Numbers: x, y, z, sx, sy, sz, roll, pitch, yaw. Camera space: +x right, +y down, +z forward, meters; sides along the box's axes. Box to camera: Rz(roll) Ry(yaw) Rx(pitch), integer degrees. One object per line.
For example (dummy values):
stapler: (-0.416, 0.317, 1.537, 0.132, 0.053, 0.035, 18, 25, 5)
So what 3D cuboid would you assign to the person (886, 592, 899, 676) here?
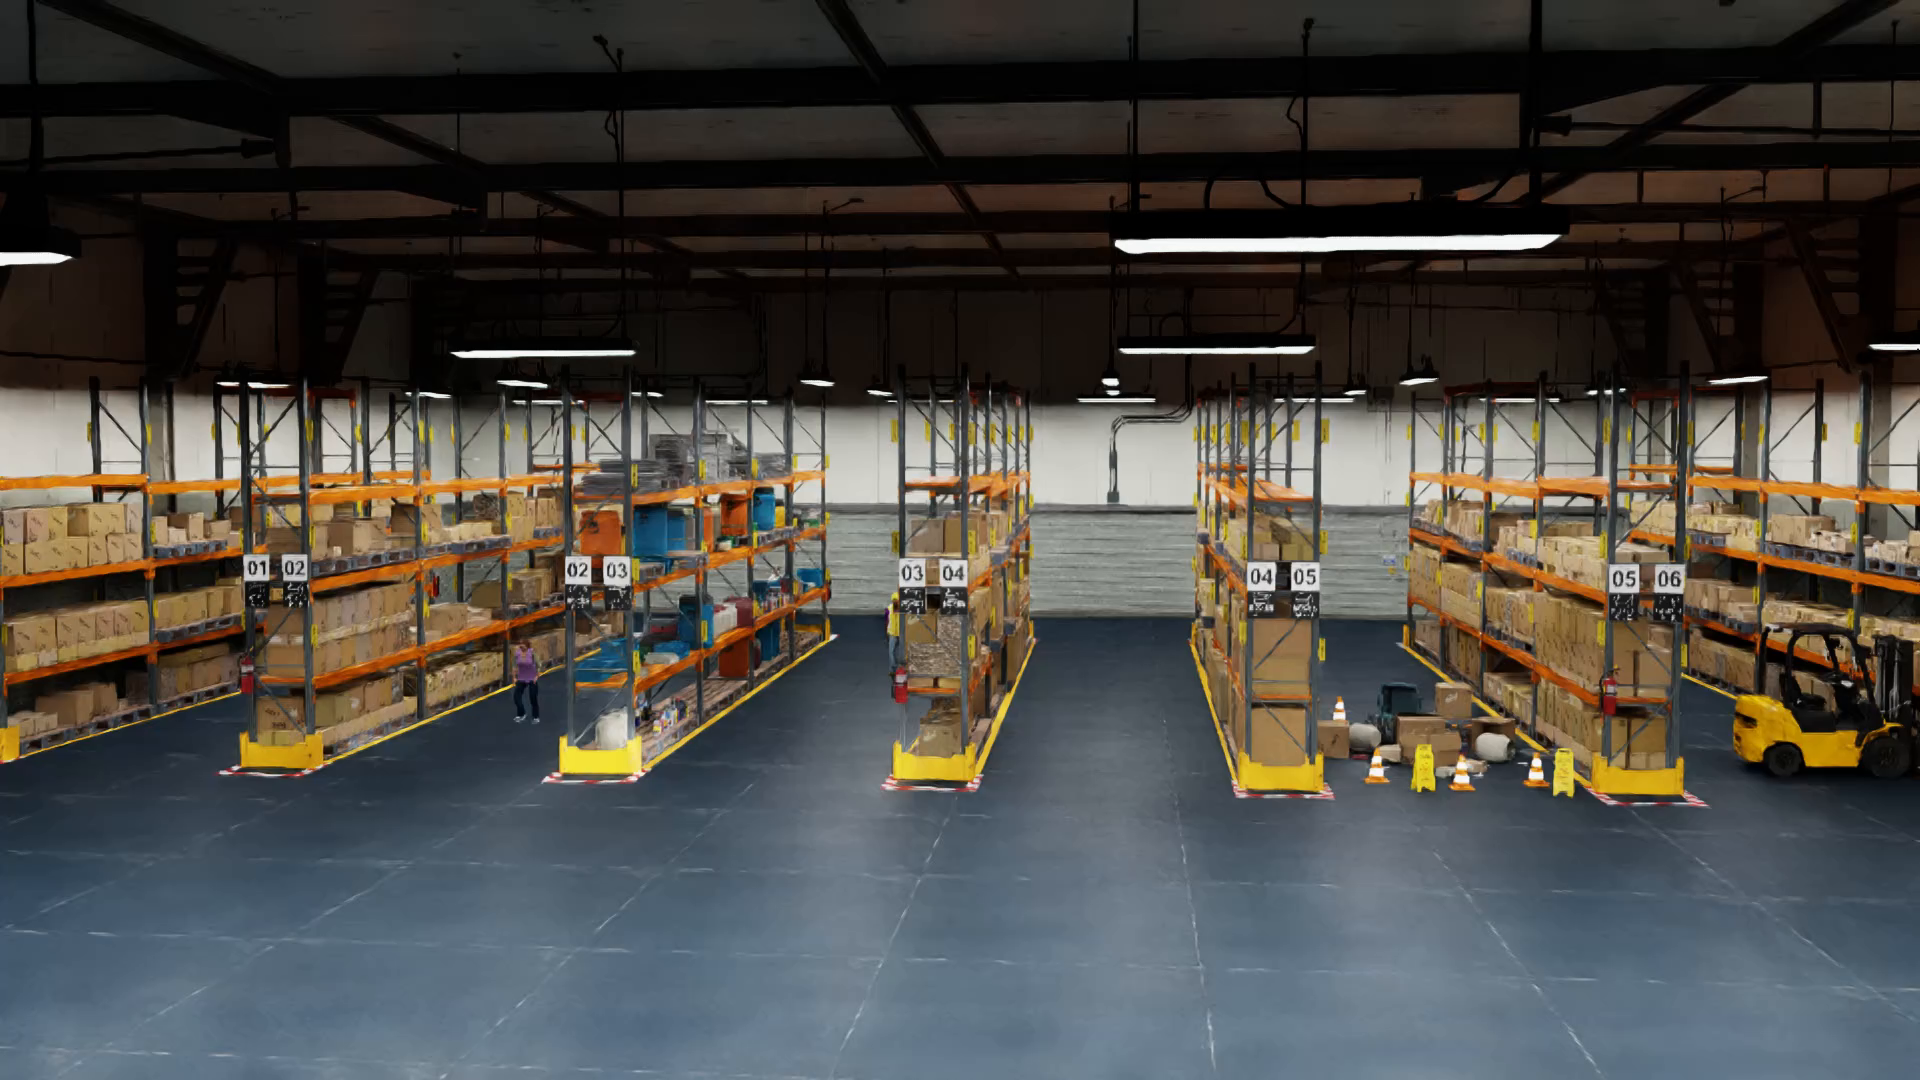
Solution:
person: (-1.276, 1.936, 34.468, 0.589, 1.714, 1.043, 0, 4, 5)

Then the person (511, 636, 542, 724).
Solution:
person: (-7.451, 2.404, 28.593, 0.566, 1.541, 0.519, 0, 4, 4)

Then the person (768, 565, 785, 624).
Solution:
person: (-4.700, 1.448, 42.841, 0.639, 1.627, 0.508, 0, 4, 4)
